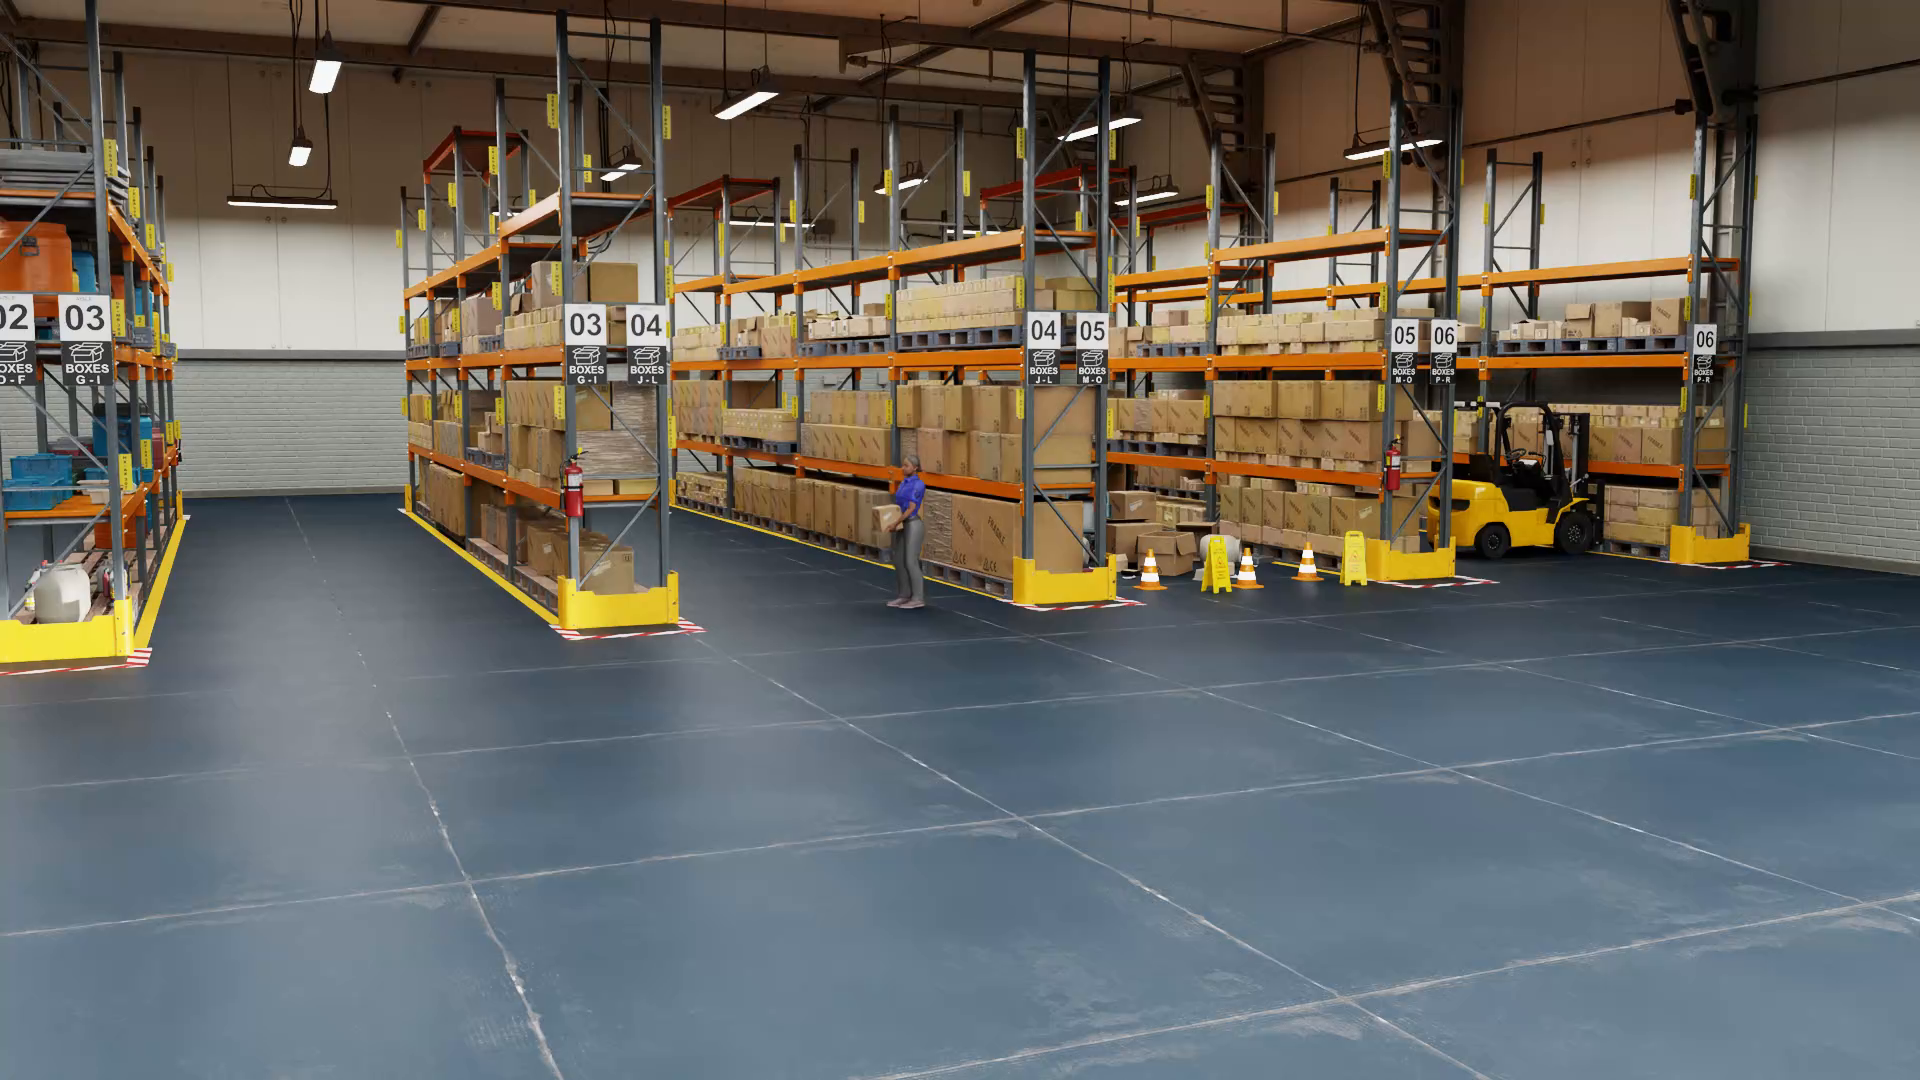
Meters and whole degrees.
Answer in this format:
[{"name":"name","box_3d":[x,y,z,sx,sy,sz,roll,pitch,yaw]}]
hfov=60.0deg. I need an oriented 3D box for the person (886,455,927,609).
[{"name":"person","box_3d":[-0.624,-0.082,18.001,0.499,1.644,0.441,-2,6,-24]}]
